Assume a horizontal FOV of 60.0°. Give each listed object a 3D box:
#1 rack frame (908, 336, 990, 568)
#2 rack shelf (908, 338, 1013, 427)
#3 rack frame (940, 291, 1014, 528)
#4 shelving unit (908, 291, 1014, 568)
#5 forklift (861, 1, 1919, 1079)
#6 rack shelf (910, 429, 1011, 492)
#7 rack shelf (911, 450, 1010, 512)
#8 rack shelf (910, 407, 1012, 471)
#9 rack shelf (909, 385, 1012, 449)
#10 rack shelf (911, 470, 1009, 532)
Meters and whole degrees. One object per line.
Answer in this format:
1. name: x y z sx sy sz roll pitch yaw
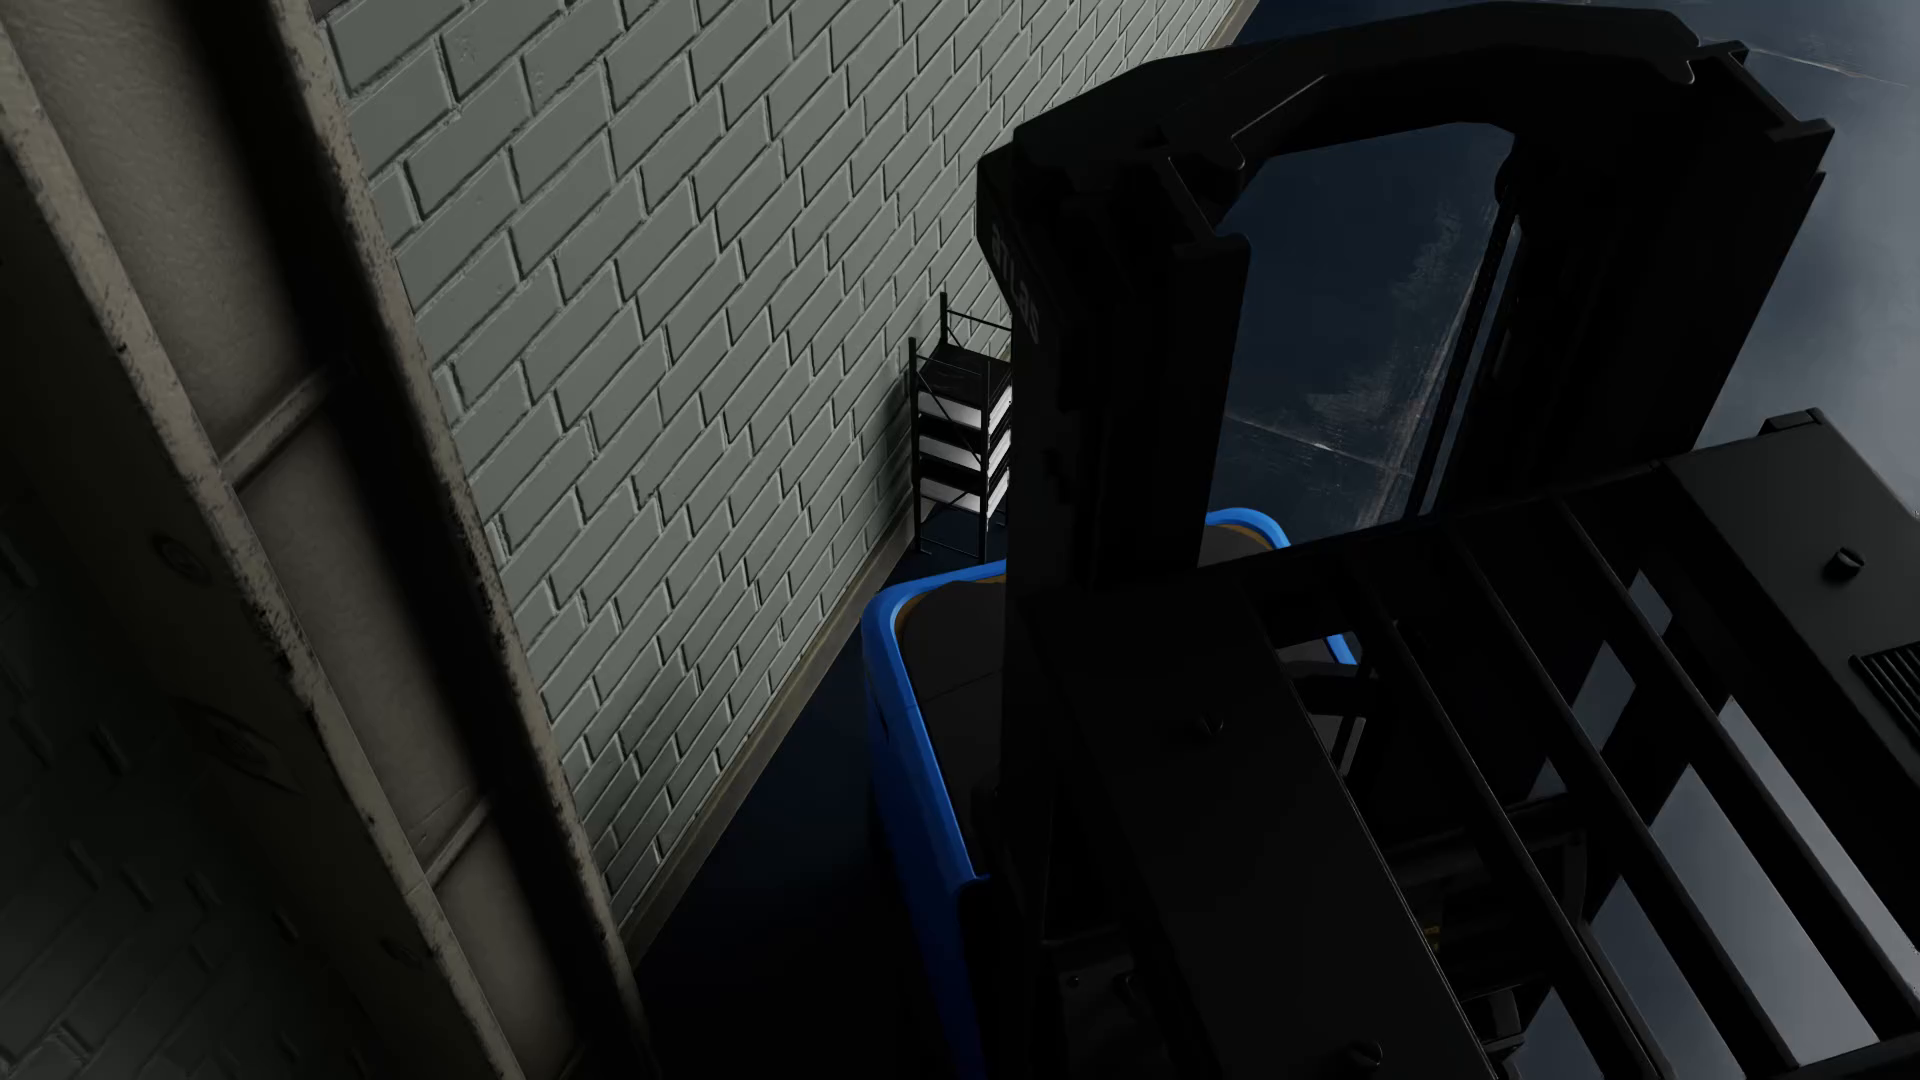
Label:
1. rack frame: -0.031 -0.225 4.851 0.240 0.900 0.006 19 52 16
2. rack shelf: 0.012 -0.449 4.730 0.258 0.077 0.200 19 52 16
3. rack frame: 0.054 -0.366 4.971 0.240 0.900 0.006 19 52 16
4. shelving unit: 0.012 -0.296 4.911 0.258 0.900 0.210 19 52 16
5. forklift: 0.669 0.835 2.615 1.130 2.935 3.031 -13 51 -11
6. rack shelf: 0.012 -0.274 4.936 0.258 0.077 0.200 19 52 16
7. rack shelf: 0.012 -0.216 5.005 0.258 0.077 0.200 19 52 16
8. rack shelf: 0.012 -0.332 4.868 0.258 0.077 0.200 19 52 16
9. rack shelf: 0.012 -0.391 4.799 0.258 0.077 0.200 19 52 16
10. rack shelf: 0.012 -0.157 5.073 0.258 0.077 0.200 19 52 16
